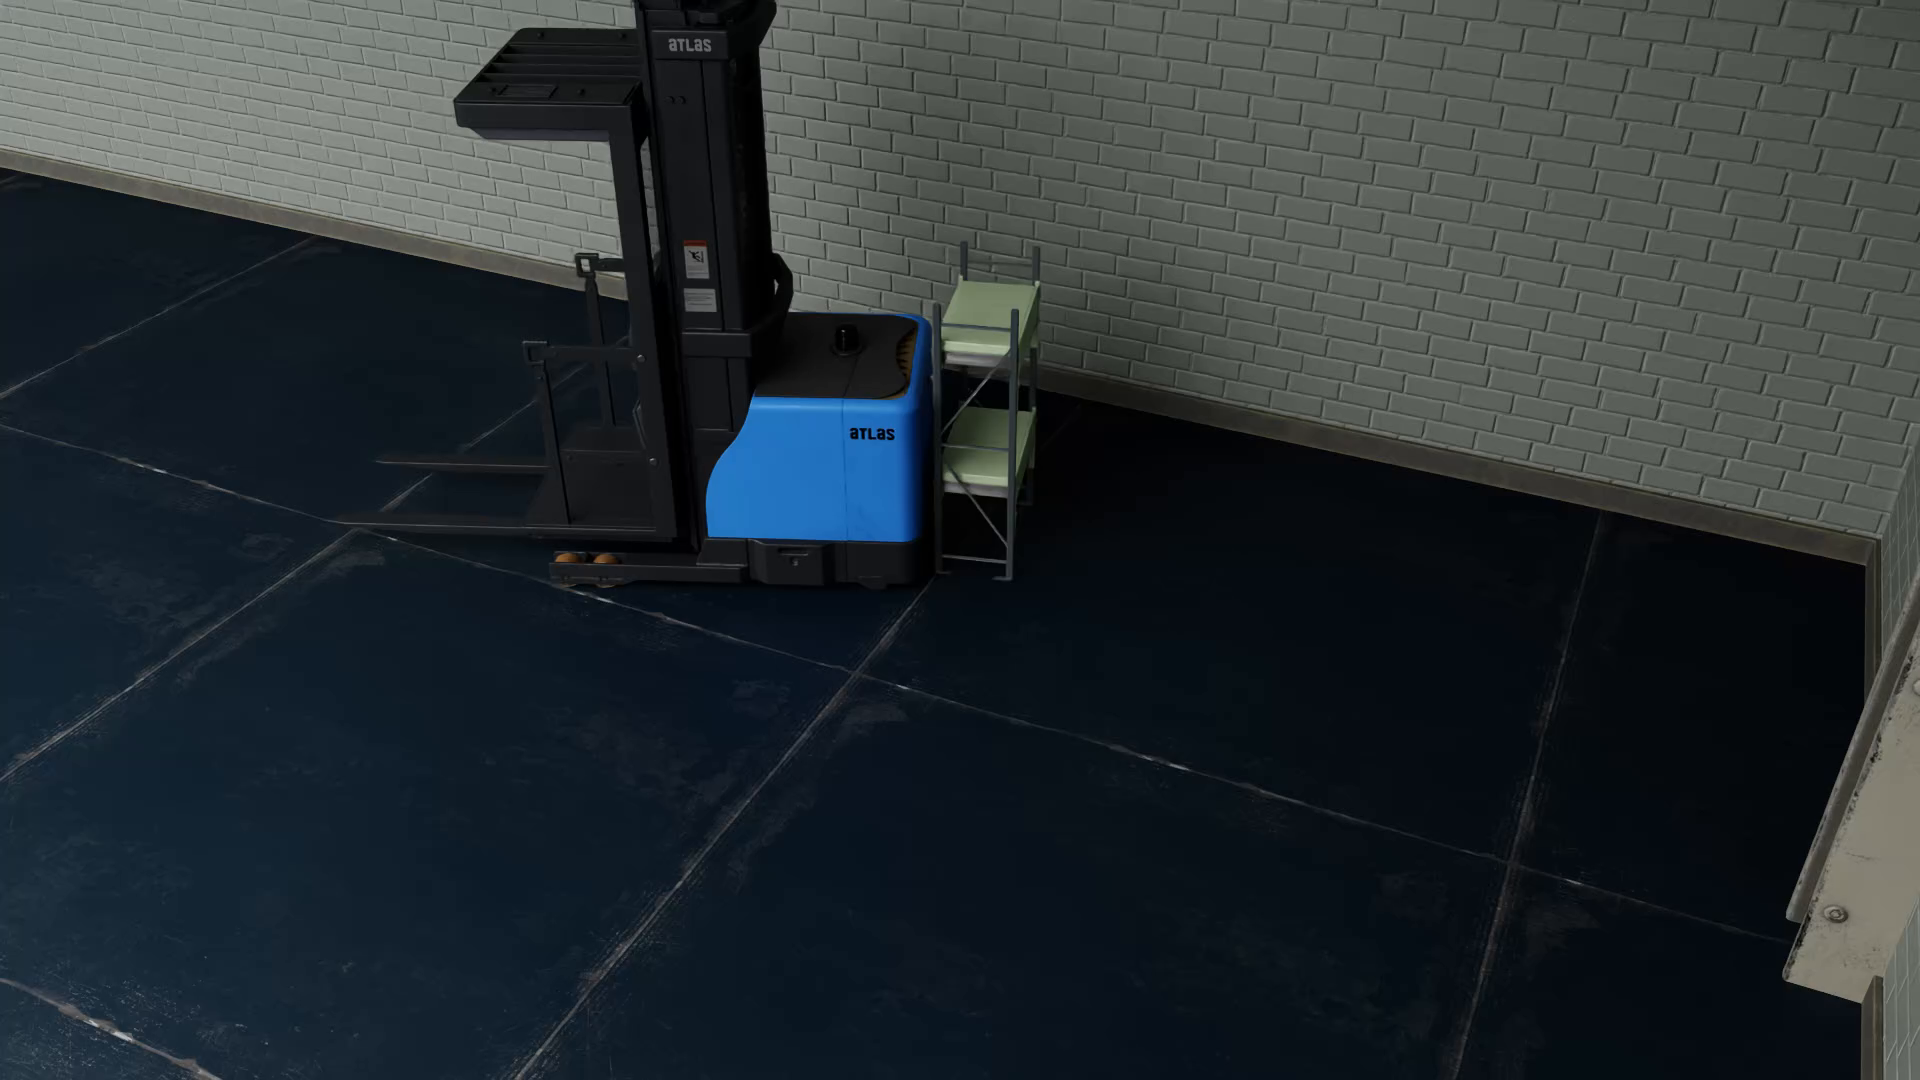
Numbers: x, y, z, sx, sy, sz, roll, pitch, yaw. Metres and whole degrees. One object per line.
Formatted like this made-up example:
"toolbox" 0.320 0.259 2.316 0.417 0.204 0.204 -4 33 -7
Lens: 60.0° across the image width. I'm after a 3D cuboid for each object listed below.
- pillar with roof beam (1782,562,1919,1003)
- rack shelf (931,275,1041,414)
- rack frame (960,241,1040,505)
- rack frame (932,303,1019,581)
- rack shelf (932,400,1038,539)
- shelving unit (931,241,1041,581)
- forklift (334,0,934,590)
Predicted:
"pillar with roof beam" -0.603 -3.165 5.371 9.100 9.000 0.400 14 36 20
"rack shelf" 0.135 -0.969 8.149 0.431 0.370 0.720 6 34 8
"rack frame" 0.199 -0.841 8.664 0.400 1.500 0.023 6 34 8
"rack frame" 0.071 -0.445 8.061 0.400 1.500 0.023 6 34 8
"rack shelf" 0.135 -0.370 8.541 0.431 0.370 0.720 6 34 8
"shelving unit" 0.135 -0.643 8.363 0.431 1.500 0.755 6 34 8
"forklift" -1.668 -1.273 8.018 3.031 2.935 1.130 2 33 2
